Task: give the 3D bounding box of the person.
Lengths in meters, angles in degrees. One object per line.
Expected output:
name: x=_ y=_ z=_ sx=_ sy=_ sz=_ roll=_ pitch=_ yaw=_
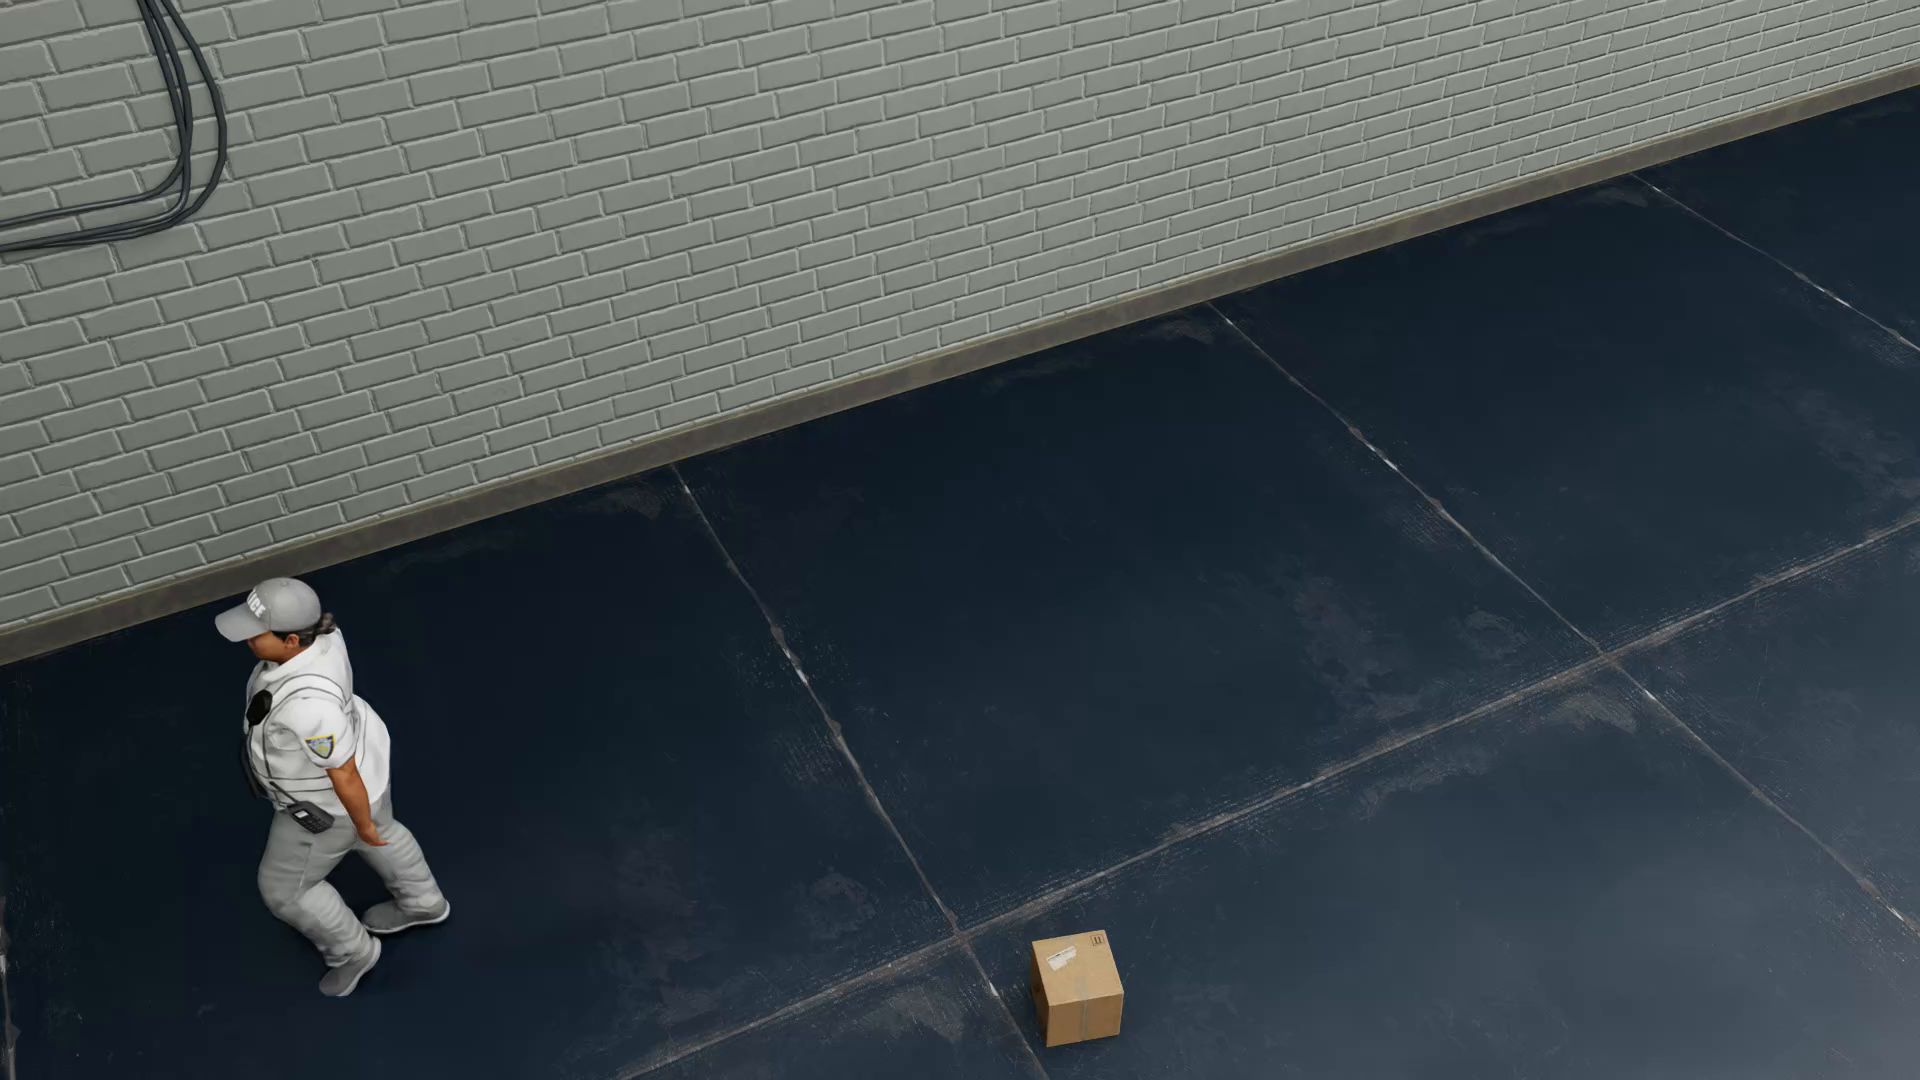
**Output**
person: x=-2.027 y=0.791 z=5.285 sx=0.489 sy=1.725 sz=0.479 roll=-7 pitch=42 yaw=-8
